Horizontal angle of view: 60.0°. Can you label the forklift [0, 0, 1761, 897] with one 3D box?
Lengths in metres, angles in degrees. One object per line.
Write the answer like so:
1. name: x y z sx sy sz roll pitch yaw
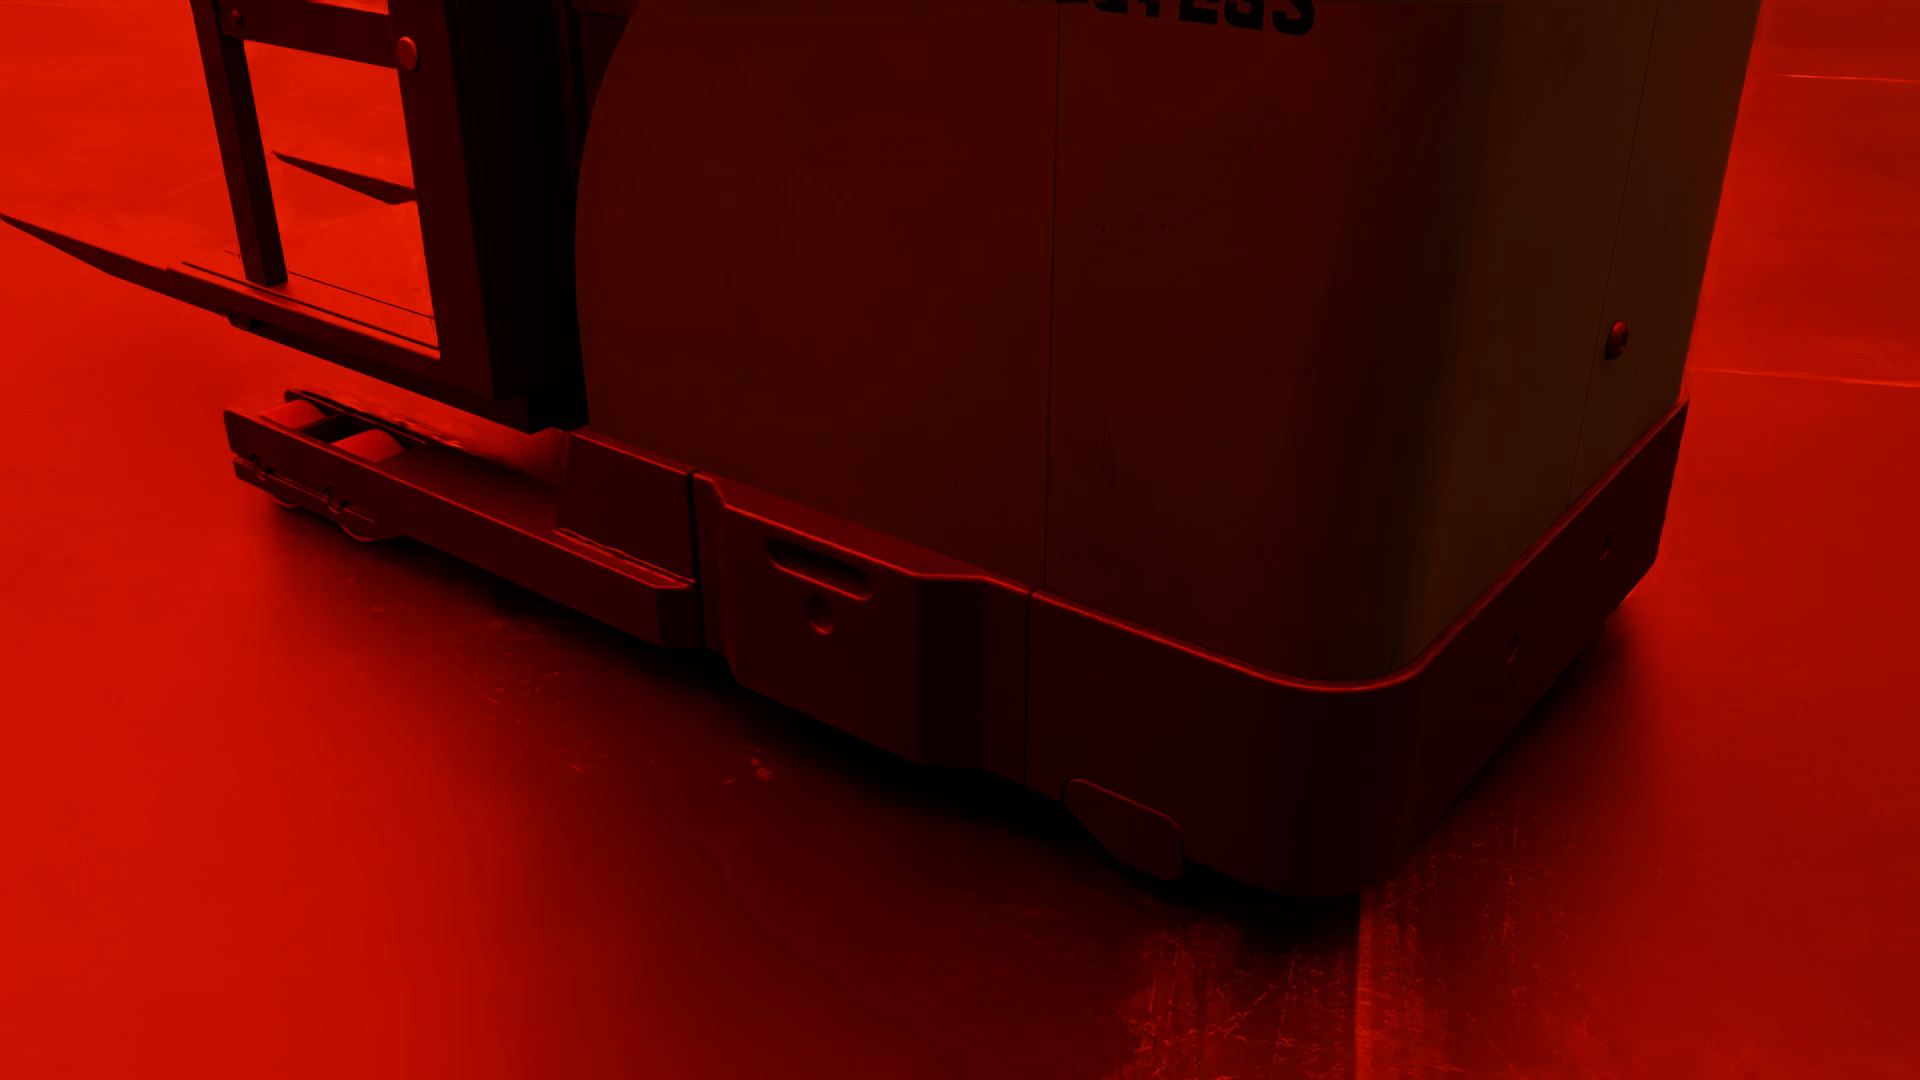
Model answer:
1. forklift: -0.512 -1.474 2.167 3.031 2.935 1.130 19 32 33
